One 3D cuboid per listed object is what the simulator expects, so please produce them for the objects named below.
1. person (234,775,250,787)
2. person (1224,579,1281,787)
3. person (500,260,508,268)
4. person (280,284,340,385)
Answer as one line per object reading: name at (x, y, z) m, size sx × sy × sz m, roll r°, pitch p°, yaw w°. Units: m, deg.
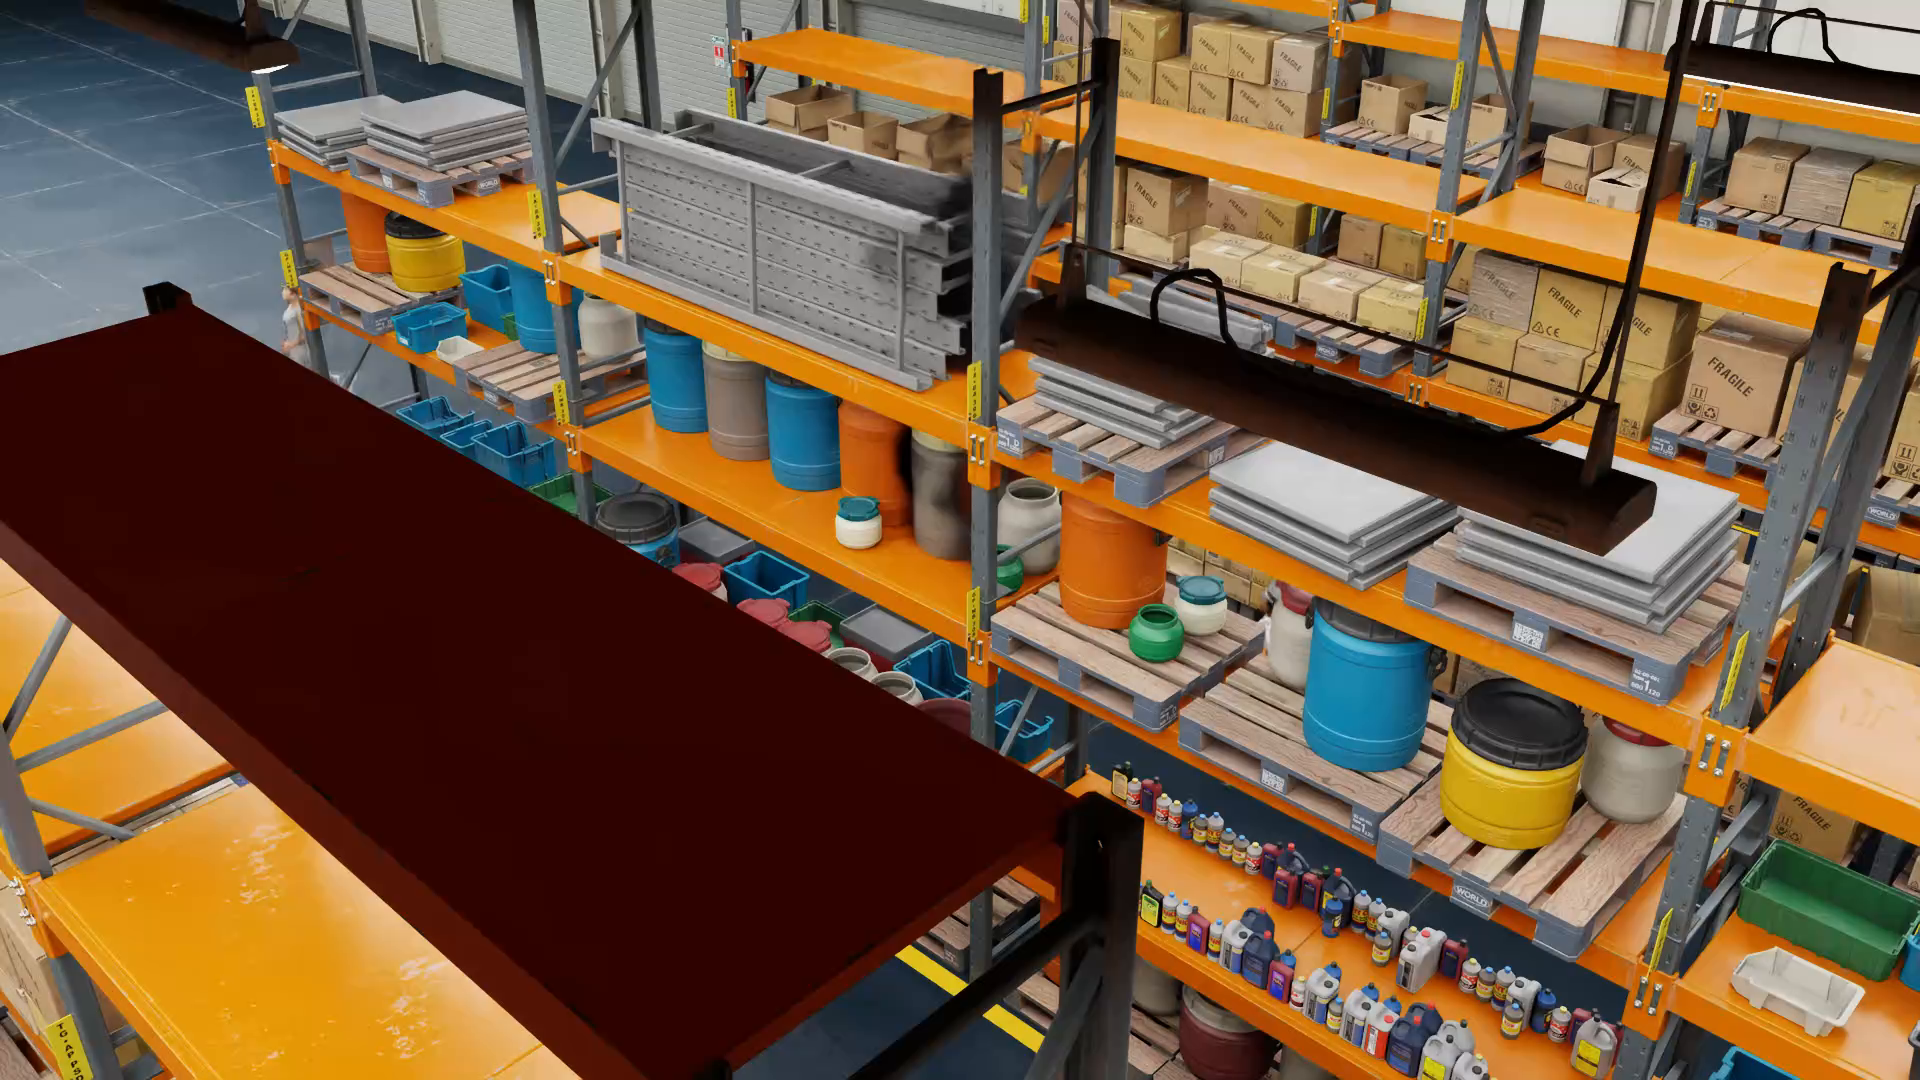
person at (-4.407, 1.927, 10.616) m, size 0.590 × 1.650 × 0.572 m, roll -26°, pitch 38°, yaw -38°
person at (2.178, 1.074, 12.063) m, size 0.666 × 1.790 × 0.592 m, roll 18°, pitch 34°, yaw 29°
person at (-4.951, -2.532, 19.163) m, size 0.805 × 1.510 × 0.525 m, roll -14°, pitch 32°, yaw -23°
person at (-7.196, -2.105, 18.337) m, size 0.570 × 1.627 × 0.570 m, roll -13°, pitch 32°, yaw -22°
